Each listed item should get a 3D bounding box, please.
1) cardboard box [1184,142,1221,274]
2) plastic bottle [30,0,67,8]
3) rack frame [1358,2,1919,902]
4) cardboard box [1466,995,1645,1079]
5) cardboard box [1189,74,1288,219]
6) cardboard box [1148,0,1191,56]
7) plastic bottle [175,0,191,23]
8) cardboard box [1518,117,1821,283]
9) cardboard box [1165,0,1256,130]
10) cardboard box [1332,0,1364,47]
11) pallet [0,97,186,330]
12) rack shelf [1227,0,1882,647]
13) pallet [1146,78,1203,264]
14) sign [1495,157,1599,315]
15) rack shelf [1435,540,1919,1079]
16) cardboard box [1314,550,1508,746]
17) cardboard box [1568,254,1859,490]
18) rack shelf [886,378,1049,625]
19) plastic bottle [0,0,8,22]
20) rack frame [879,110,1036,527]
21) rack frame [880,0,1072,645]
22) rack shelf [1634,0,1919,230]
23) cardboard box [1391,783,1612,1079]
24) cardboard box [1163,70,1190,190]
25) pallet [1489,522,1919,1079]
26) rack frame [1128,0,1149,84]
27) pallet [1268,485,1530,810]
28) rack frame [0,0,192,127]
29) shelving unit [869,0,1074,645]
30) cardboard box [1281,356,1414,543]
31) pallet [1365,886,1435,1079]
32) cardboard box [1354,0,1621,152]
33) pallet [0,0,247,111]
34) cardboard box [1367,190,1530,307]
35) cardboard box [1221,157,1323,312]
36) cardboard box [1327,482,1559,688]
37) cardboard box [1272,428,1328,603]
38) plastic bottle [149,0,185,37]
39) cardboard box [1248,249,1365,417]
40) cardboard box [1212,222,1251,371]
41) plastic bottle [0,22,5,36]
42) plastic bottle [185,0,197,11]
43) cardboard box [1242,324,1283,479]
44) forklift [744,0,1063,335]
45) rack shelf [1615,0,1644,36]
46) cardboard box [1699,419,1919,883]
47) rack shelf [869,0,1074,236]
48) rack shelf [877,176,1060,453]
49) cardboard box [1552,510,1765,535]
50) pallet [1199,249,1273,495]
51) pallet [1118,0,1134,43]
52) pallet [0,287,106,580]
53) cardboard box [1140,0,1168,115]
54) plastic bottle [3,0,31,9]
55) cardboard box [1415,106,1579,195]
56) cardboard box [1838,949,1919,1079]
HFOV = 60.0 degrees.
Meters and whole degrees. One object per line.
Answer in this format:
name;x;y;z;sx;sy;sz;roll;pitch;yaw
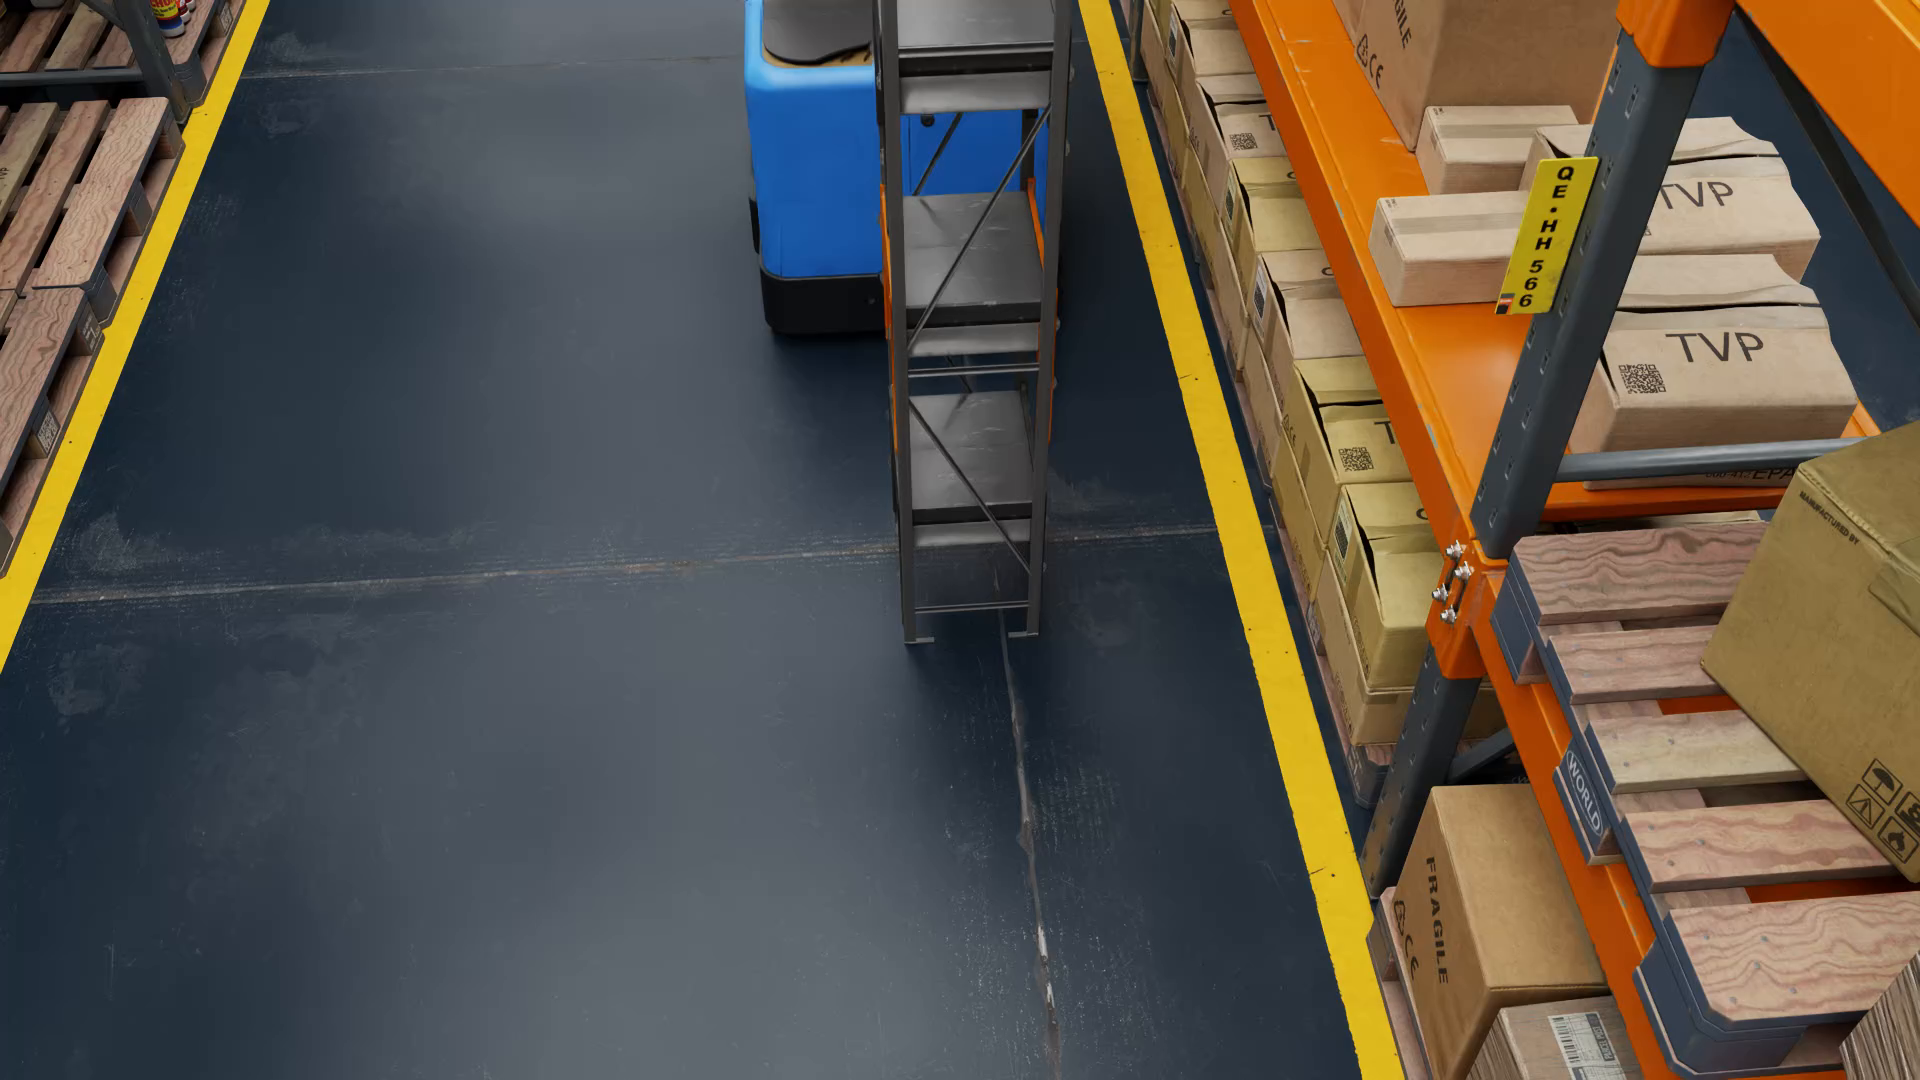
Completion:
cardboard box;1.105;-1.201;5.926;0.500;0.250;0.500;-5;47;-5
plastic bottle;-3.903;-2.452;7.028;0.144;0.351;0.185;-3;47;-3
rack frame;1.566;-0.159;3.335;1.000;3.000;0.127;-3;47;-3
cardboard box;1.368;1.274;3.396;0.500;0.500;0.500;-5;47;-5
cardboard box;1.098;-1.394;5.723;0.500;0.311;0.500;-5;47;-5
cardboard box;1.017;-2.131;6.420;0.500;0.311;0.500;-3;47;-3
plastic bottle;-3.304;-2.275;6.963;0.097;0.201;0.097;0;47;0
cardboard box;1.684;-0.787;3.991;0.500;0.311;0.500;-4;47;-4
cardboard box;1.054;-1.768;6.077;0.500;0.311;0.500;-4;47;-4
cardboard box;1.365;-1.787;4.808;0.500;0.500;0.500;-3;47;-3
pallet;-3.601;-1.230;6.270;1.003;0.211;1.213;-3;47;-3
rack shelf;1.398;-1.359;4.966;1.077;0.370;4.000;-3;47;-3
pallet;1.331;-1.564;6.585;1.003;0.211;1.213;-3;47;-3
sign;1.013;-0.521;2.880;0.100;0.325;0.005;-3;47;-3
rack shelf;1.733;1.535;2.226;1.077;0.370;4.000;-3;47;-3
cardboard box;1.279;0.276;4.527;0.500;0.250;0.500;-2;47;-2
cardboard box;1.579;-0.394;3.619;0.500;0.311;0.500;-1;47;-1
rack shelf;0.014;-0.112;4.892;0.431;0.518;0.480;-3;47;-3
plastic bottle;-4.075;-2.300;6.930;0.061;0.283;0.133;-1;47;-1
rack frame;-0.007;-0.779;4.541;0.400;2.100;0.015;-3;47;-3
rack frame;0.034;-0.426;4.207;0.400;2.100;0.015;-3;47;-3
rack shelf;1.733;0.504;1.136;1.077;0.370;4.000;-3;47;-3
cardboard box;1.319;0.896;3.754;0.500;0.500;0.500;-2;47;-2
cardboard box;1.059;-1.575;6.281;0.500;0.250;0.500;-2;47;-2
pallet;1.692;0.393;2.944;1.213;0.211;1.003;-3;47;-3
rack frame;1.231;-3.053;6.076;1.000;3.000;0.127;-3;47;-3
pallet;1.536;0.202;4.914;1.003;0.211;1.213;-3;47;-3
rack frame;-3.706;-2.755;5.793;1.000;3.000;0.127;-3;47;-3
shelving unit;0.014;-0.602;4.374;0.431;2.100;0.503;-3;47;-3
cardboard box;1.226;-0.291;4.678;0.500;0.311;0.500;-4;47;-4
pallet;1.590;1.342;3.834;1.003;0.211;1.213;-3;47;-3
cardboard box;1.409;-1.407;4.447;0.500;0.500;0.500;-6;47;-5
pallet;-3.720;-2.284;7.268;1.003;0.211;1.213;-3;47;-3
cardboard box;1.215;-0.707;4.026;0.380;0.149;0.250;-3;47;-3
cardboard box;1.147;-1.019;5.367;0.500;0.311;0.500;-2;47;-2
cardboard box;1.276;0.085;4.322;0.500;0.311;0.500;-2;47;-2
cardboard box;1.232;-0.097;4.880;0.500;0.250;0.500;-4;47;-4
plastic bottle;-3.295;-2.225;6.868;0.097;0.271;0.097;0;47;0
cardboard box;1.187;-0.656;5.024;0.500;0.311;0.500;-4;47;-4
cardboard box;1.147;-0.833;5.577;0.500;0.250;0.500;-3;47;-3
plastic bottle;-4.046;-2.187;6.880;0.097;0.201;0.097;0;47;0
plastic bottle;-3.312;-2.348;7.032;0.097;0.201;0.097;0;47;0
cardboard box;1.193;-0.461;5.225;0.500;0.250;0.500;-3;47;-2
forklift;-0.280;-2.799;5.882;1.130;2.935;3.031;-3;47;-3
rack shelf;1.398;-2.390;3.877;1.077;0.370;4.000;-3;47;-3
cardboard box;1.731;0.111;2.721;0.700;0.500;0.500;-18;49;-16
rack shelf;0.014;-1.074;3.876;0.431;0.518;0.480;-3;47;-3
rack shelf;0.014;-0.593;4.384;0.431;0.518;0.480;-3;47;-3
cardboard box;1.814;0.052;4.353;0.500;0.311;0.500;-2;47;-2
pallet;1.437;-0.679;5.748;1.003;0.211;1.213;-3;47;-3
pallet;1.206;-2.672;7.635;1.003;0.211;1.213;-3;47;-3
pallet;-3.496;-0.345;5.432;1.003;0.211;1.213;-3;47;-3
cardboard box;1.018;-1.945;6.631;0.500;0.250;0.500;-5;47;-4
plastic bottle;-4.047;-2.444;7.020;0.144;0.351;0.185;-5;47;-4
cardboard box;1.403;-0.992;4.297;0.380;0.149;0.250;0;47;0
cardboard box;1.617;0.784;2.083;0.700;0.500;0.500;4;47;4
